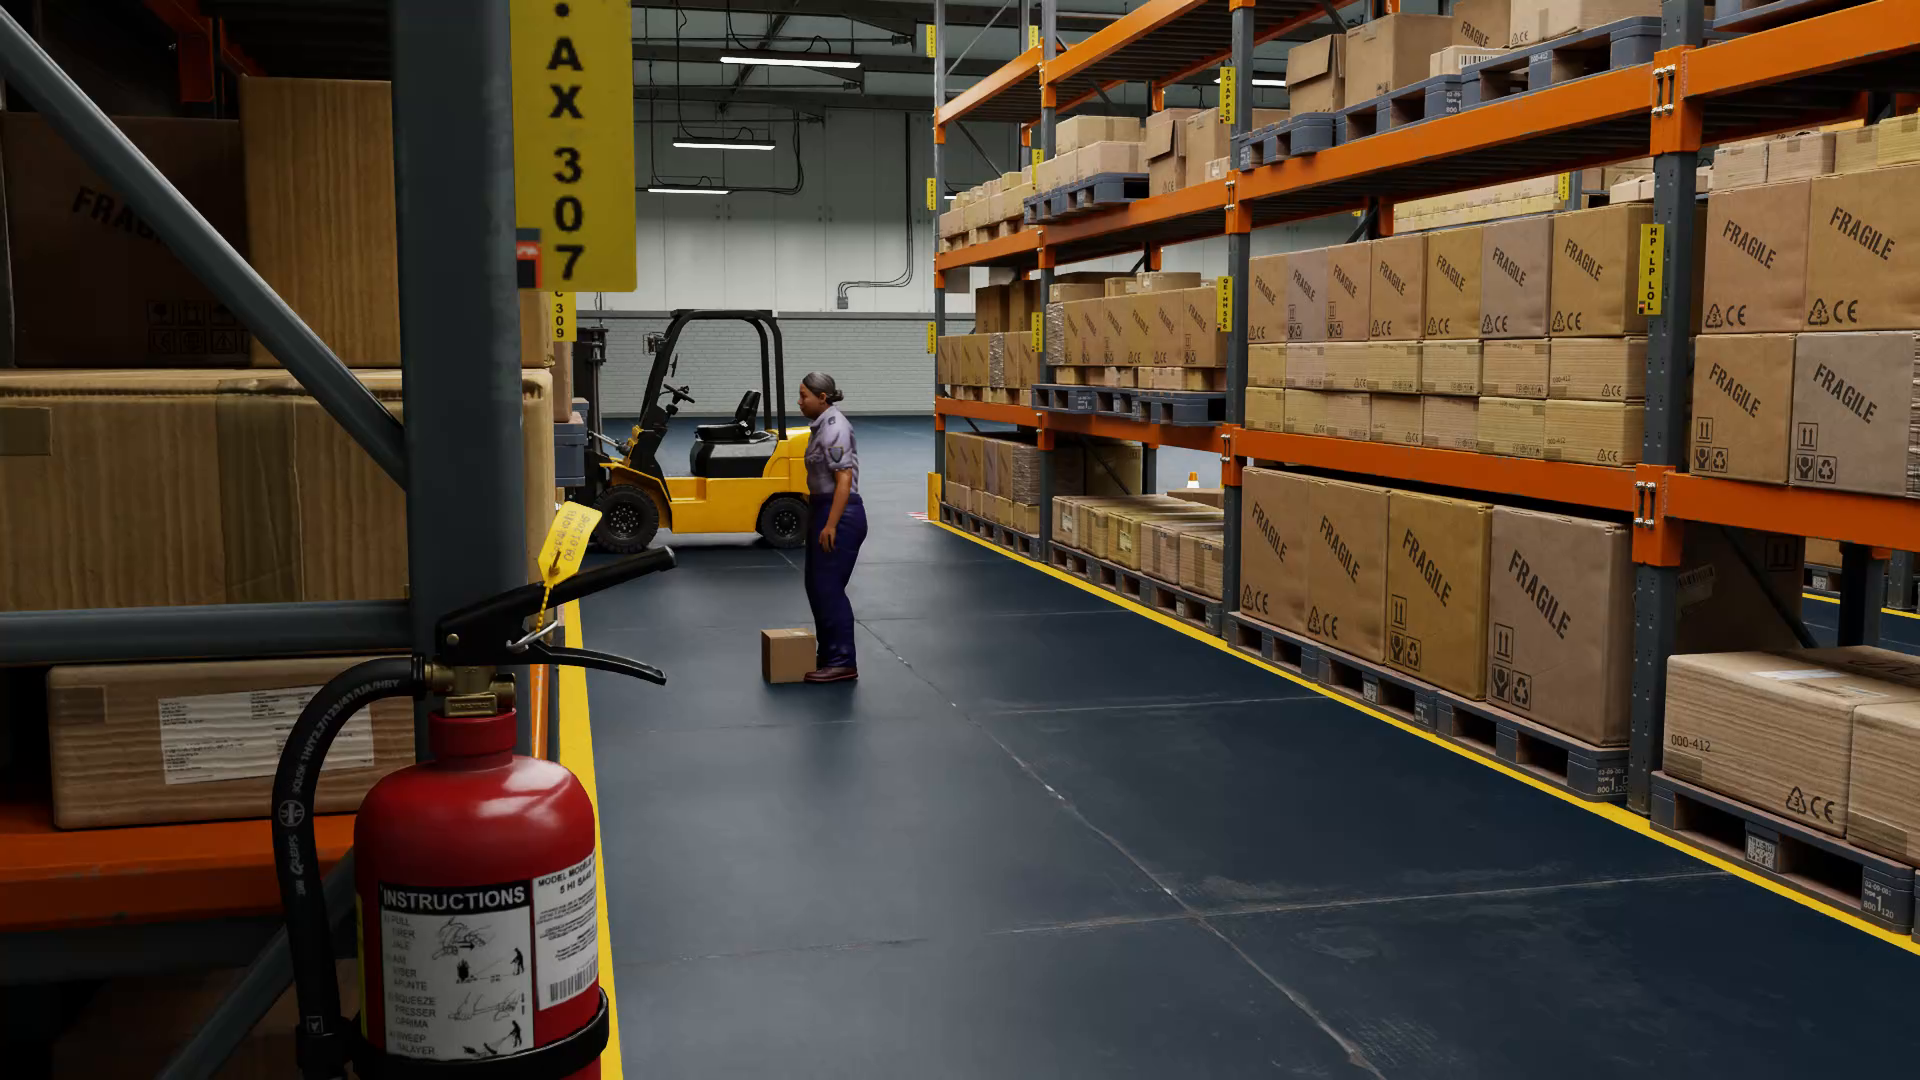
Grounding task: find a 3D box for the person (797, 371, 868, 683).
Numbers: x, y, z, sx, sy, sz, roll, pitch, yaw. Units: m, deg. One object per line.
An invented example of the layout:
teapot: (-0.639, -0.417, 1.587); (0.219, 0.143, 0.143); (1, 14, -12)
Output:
person: (-0.699, -0.080, 8.964); (0.370, 1.648, 0.539); (-1, 6, -13)
